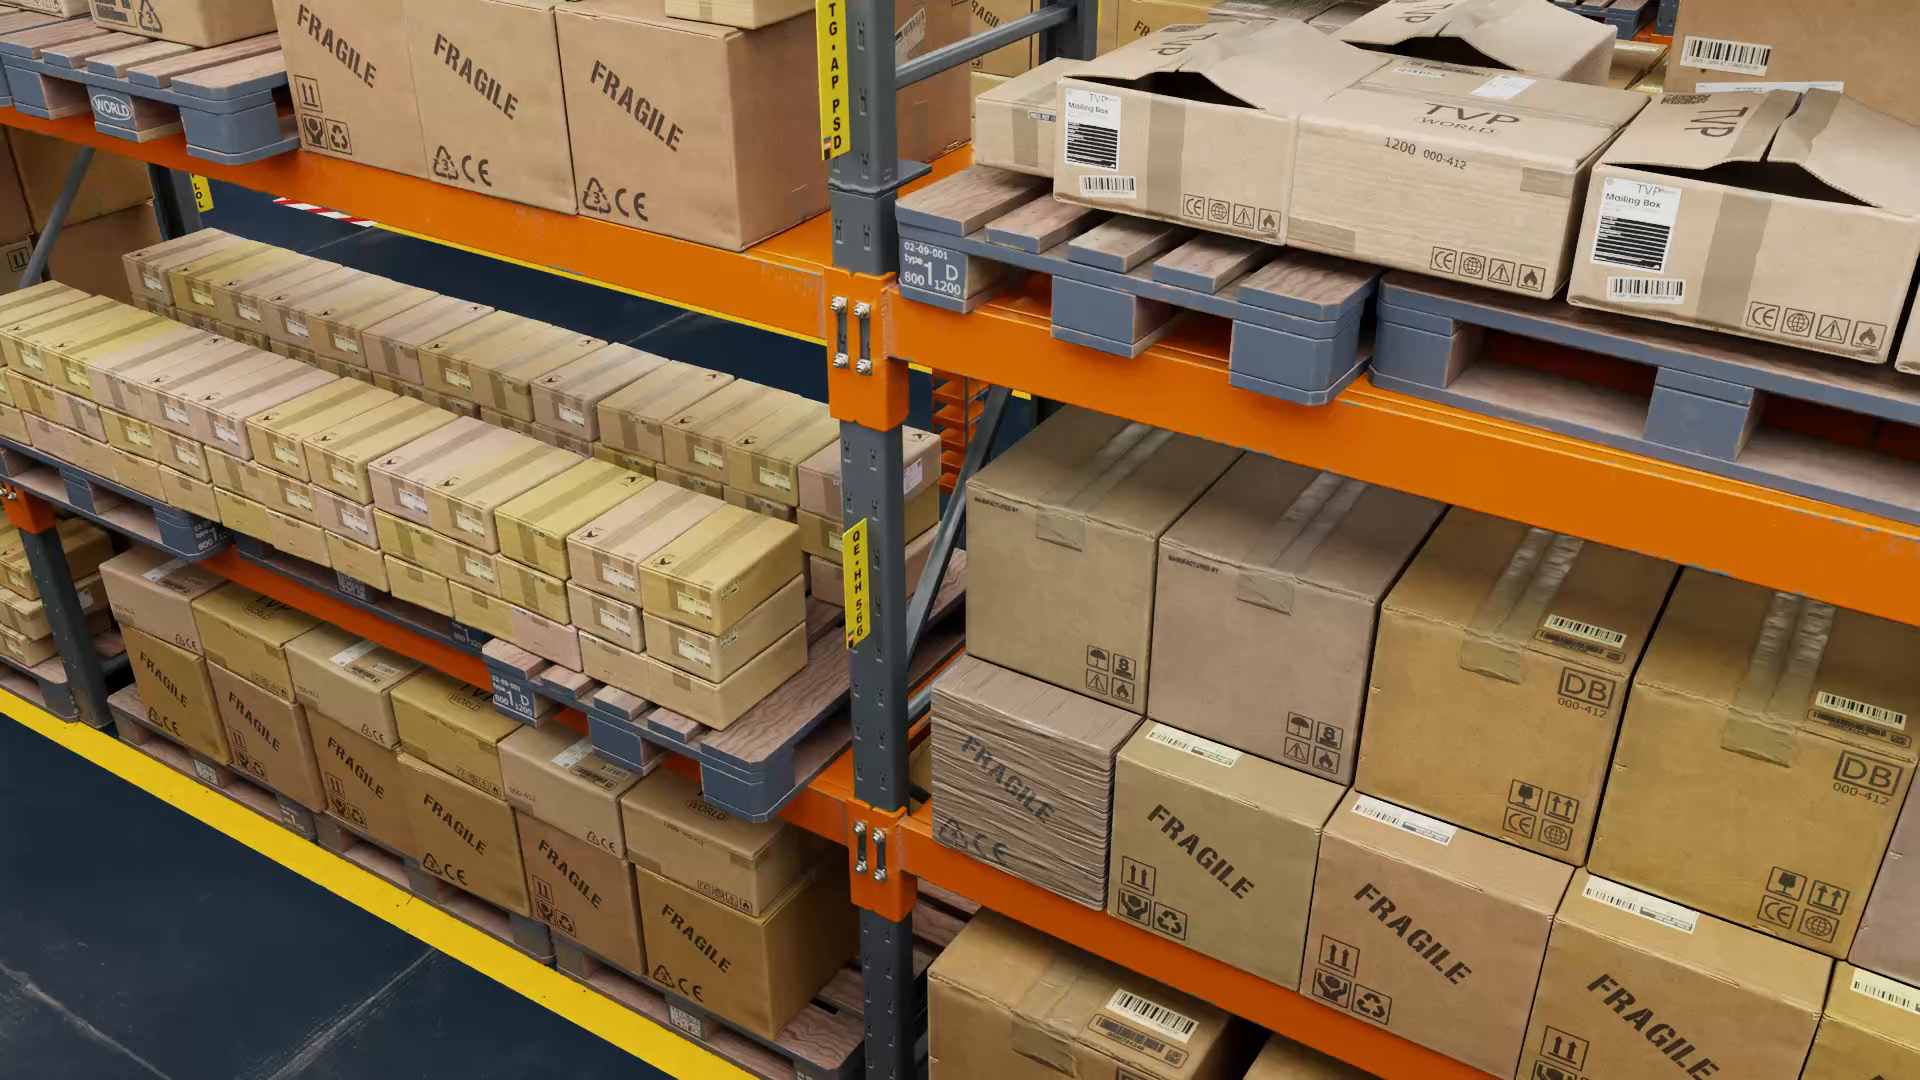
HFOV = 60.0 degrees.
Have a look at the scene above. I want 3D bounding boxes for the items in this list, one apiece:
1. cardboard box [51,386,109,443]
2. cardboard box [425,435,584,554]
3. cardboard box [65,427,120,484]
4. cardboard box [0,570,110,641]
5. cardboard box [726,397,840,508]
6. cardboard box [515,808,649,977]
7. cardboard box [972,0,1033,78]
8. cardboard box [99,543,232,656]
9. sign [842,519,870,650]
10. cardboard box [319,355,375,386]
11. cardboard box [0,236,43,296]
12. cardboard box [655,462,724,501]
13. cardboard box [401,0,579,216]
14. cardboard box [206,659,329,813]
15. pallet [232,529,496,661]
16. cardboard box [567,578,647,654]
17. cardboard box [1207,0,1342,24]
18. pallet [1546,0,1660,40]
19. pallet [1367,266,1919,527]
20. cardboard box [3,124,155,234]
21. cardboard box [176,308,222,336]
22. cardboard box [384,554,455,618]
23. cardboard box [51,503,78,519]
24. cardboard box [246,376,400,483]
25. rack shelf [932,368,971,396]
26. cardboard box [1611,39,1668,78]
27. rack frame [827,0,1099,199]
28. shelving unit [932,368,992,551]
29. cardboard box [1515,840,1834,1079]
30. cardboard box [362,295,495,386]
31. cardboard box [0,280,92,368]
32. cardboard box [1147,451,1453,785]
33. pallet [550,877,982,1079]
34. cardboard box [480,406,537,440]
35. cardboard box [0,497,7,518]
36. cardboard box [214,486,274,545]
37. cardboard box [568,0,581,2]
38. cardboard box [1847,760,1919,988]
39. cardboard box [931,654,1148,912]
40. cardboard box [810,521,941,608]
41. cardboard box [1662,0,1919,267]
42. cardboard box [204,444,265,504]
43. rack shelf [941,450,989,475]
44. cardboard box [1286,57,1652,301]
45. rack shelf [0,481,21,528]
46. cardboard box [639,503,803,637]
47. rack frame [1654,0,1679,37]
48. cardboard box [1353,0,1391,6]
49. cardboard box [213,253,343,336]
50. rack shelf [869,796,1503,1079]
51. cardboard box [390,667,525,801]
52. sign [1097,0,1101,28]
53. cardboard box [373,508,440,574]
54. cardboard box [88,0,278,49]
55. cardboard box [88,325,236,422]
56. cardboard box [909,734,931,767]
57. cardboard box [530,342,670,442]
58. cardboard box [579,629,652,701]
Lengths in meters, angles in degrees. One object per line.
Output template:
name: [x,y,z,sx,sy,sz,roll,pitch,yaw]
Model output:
cardboard box: [-2.827,-0.494,5.658,0.250,0.149,0.380,18,35,28]
cardboard box: [-1.288,-0.134,4.746,0.250,0.149,0.380,19,35,29]
cardboard box: [-2.819,-0.363,5.728,0.250,0.149,0.380,18,35,28]
cardboard box: [-3.791,0.241,6.978,0.250,0.149,0.380,18,35,28]
cardboard box: [-0.485,-0.268,4.974,0.250,0.149,0.380,17,34,26]
cardboard box: [-1.101,1.032,5.568,0.500,0.500,0.500,19,35,29]
cardboard box: [0.280,-2.846,9.061,0.500,0.500,0.500,17,34,26]
cardboard box: [-2.870,0.153,6.331,0.500,0.250,0.500,16,34,25]
sign: [-0.248,0.108,4.018,0.005,0.325,0.100,18,35,27]
cardboard box: [-2.027,-0.632,5.894,0.250,0.149,0.380,16,34,25]
cardboard box: [-3.915,-0.913,6.444,0.500,0.500,0.500,18,35,27]
cardboard box: [-0.729,-0.219,5.186,0.250,0.149,0.380,16,34,26]
cardboard box: [-1.017,-1.172,4.207,0.500,0.500,0.500,18,35,27]
cardboard box: [-2.421,0.618,6.277,0.500,0.500,0.500,19,35,29]
pallet: [-1.666,-0.091,5.619,1.213,0.211,1.003,18,35,27]
cardboard box: [-0.855,0.129,4.589,0.250,0.149,0.380,19,35,29]
cardboard box: [1.563,-2.436,8.358,0.500,0.500,0.500,18,35,28]
pallet: [4.603,-3.989,12.301,1.003,0.211,1.213,18,35,27]
pallet: [1.555,-0.426,3.215,1.213,0.211,1.003,19,35,30]
cardboard box: [-3.608,-1.561,6.562,0.500,0.500,0.500,18,35,28]
cardboard box: [-2.689,-0.841,6.252,0.250,0.149,0.380,18,35,28]
cardboard box: [-1.495,0.055,5.012,0.250,0.149,0.380,16,34,25]
cardboard box: [-3.979,-0.266,7.551,0.250,0.149,0.380,17,34,27]
cardboard box: [-1.940,-0.343,5.104,0.250,0.149,0.380,19,35,29]
rack shelf: [0.012,-0.787,7.782,0.180,0.103,0.258,18,35,27]
cardboard box: [3.111,-2.150,8.148,0.500,0.500,0.500,16,34,26]
rack frame: [0.033,-2.252,3.180,0.127,3.000,1.000,18,35,27]
shelving unit: [0.012,-0.514,7.941,0.189,1.200,0.258,18,35,27]
cardboard box: [1.549,0.936,3.569,0.500,0.500,0.500,17,34,27]
cardboard box: [-1.808,-0.688,5.695,0.250,0.149,0.380,16,34,25]
cardboard box: [-3.266,-0.760,5.818,0.250,0.149,0.380,19,35,30]
cardboard box: [0.837,0.124,3.970,0.500,0.500,0.700,17,34,27]
pallet: [-0.628,1.334,5.754,1.213,0.211,1.003,18,35,27]
cardboard box: [-1.362,-0.421,5.533,0.250,0.149,0.380,17,34,27]
cardboard box: [-4.247,-0.038,7.161,0.250,0.149,0.380,17,34,27]
cardboard box: [-2.157,-0.156,5.373,0.250,0.149,0.380,17,34,26]
cardboard box: [-0.890,-1.459,3.938,0.258,0.266,0.396,18,35,27]
cardboard box: [2.132,0.533,3.268,0.500,0.500,0.700,18,35,28]
cardboard box: [0.269,0.532,4.263,0.500,0.500,0.500,18,35,28]
cardboard box: [-0.239,0.061,5.002,0.250,0.149,0.380,17,34,27]
cardboard box: [1.654,-0.878,3.186,0.500,0.500,0.500,18,35,27]
cardboard box: [-2.152,-0.282,5.295,0.250,0.149,0.380,17,34,27]
rack shelf: [0.012,-0.372,8.024,0.180,0.103,0.258,18,35,27]
cardboard box: [0.953,-0.694,3.119,0.500,0.250,0.500,19,35,29]
rack shelf: [-5.049,-0.957,7.628,4.000,0.370,1.077,18,35,27]
cardboard box: [-0.626,0.074,4.389,0.250,0.149,0.380,16,34,25]
rack frame: [5.214,-3.920,11.992,0.127,3.000,1.000,18,35,27]
cardboard box: [2.291,-2.512,8.487,0.500,0.500,0.500,16,34,26]
cardboard box: [-2.466,-0.896,6.051,0.250,0.149,0.380,16,34,26]
rack shelf: [1.727,1.186,3.954,4.000,0.370,1.077,18,35,27]
cardboard box: [-1.542,0.569,5.618,0.500,0.250,0.500,18,35,28]
sign: [0.335,-1.448,4.188,0.005,0.325,0.100,18,35,27]
cardboard box: [-1.500,-0.075,4.939,0.250,0.149,0.380,17,34,27]
cardboard box: [-2.117,-1.784,4.835,0.637,0.503,0.797,17,34,27]
cardboard box: [-2.601,-0.550,5.459,0.250,0.149,0.380,17,34,27]
cardboard box: [-0.423,0.626,5.520,0.500,0.250,0.500,16,34,25]
cardboard box: [-1.144,-0.478,5.335,0.250,0.149,0.380,19,35,30]
cardboard box: [-0.839,0.263,4.655,0.250,0.149,0.380,17,35,27]
